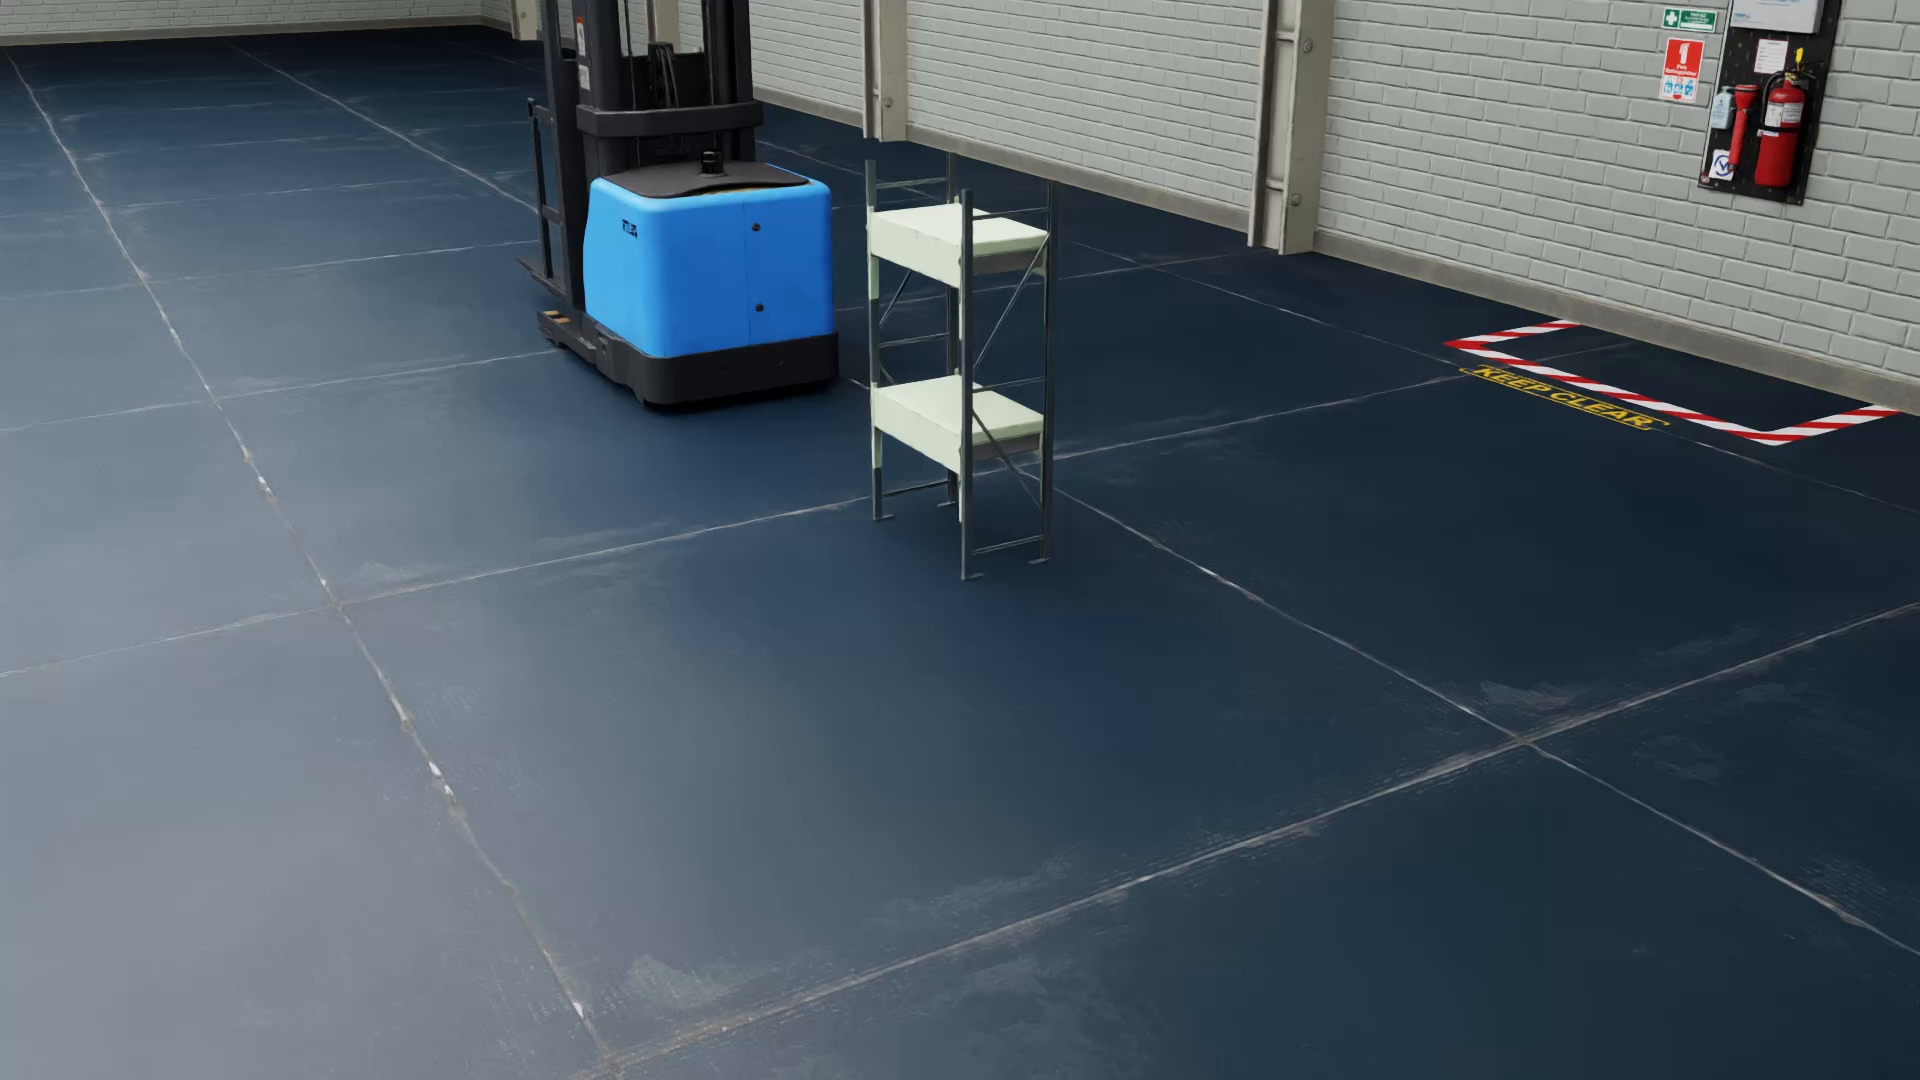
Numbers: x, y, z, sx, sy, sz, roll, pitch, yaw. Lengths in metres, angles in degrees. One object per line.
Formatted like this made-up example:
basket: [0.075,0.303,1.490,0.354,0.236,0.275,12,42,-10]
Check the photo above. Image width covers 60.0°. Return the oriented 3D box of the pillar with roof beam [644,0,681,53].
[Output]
pillar with roof beam: [-7.513,-9.335,17.827,9.100,9.000,0.400,-13,25,-28]

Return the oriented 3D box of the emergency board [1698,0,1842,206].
emergency board: [4.153,-2.364,8.645,0.194,1.169,0.643,-13,25,-28]

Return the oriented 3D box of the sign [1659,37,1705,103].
sign: [3.960,-2.580,9.127,0.001,0.329,0.234,-13,25,-28]

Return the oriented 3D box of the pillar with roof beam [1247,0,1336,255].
pillar with roof beam: [-1.383,-5.450,8.270,9.100,9.000,0.400,-13,25,-28]

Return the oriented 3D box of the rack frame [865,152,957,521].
rack frame: [-0.190,-0.815,6.826,0.400,1.500,0.023,-13,25,-28]

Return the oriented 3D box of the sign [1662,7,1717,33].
sign: [3.954,-2.822,9.019,0.001,0.109,0.331,-13,25,-28]

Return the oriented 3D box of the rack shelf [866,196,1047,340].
rack shelf: [-0.003,-1.058,6.387,0.431,0.370,0.720,-13,25,-28]

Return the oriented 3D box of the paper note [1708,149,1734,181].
paper note: [4.122,-2.027,8.984,0.016,0.148,0.142,-13,25,-28]

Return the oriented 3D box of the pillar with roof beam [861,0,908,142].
pillar with roof beam: [-4.448,-7.393,13.049,9.100,9.000,0.400,-13,25,-28]

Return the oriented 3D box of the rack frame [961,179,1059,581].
rack frame: [0.184,-0.578,6.243,0.400,1.500,0.023,-13,25,-28]

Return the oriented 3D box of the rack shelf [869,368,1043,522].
rack shelf: [-0.003,-0.395,6.657,0.431,0.370,0.720,-13,25,-28]

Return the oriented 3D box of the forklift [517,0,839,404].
forklift: [-1.806,-2.544,9.177,1.130,2.935,3.031,-12,25,-27]

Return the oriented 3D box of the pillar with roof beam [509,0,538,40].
pillar with roof beam: [-10.578,-11.277,22.606,9.100,9.000,0.400,-13,25,-28]

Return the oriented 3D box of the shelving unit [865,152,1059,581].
shelving unit: [-0.003,-0.697,6.534,0.431,1.500,0.755,-13,25,-28]
